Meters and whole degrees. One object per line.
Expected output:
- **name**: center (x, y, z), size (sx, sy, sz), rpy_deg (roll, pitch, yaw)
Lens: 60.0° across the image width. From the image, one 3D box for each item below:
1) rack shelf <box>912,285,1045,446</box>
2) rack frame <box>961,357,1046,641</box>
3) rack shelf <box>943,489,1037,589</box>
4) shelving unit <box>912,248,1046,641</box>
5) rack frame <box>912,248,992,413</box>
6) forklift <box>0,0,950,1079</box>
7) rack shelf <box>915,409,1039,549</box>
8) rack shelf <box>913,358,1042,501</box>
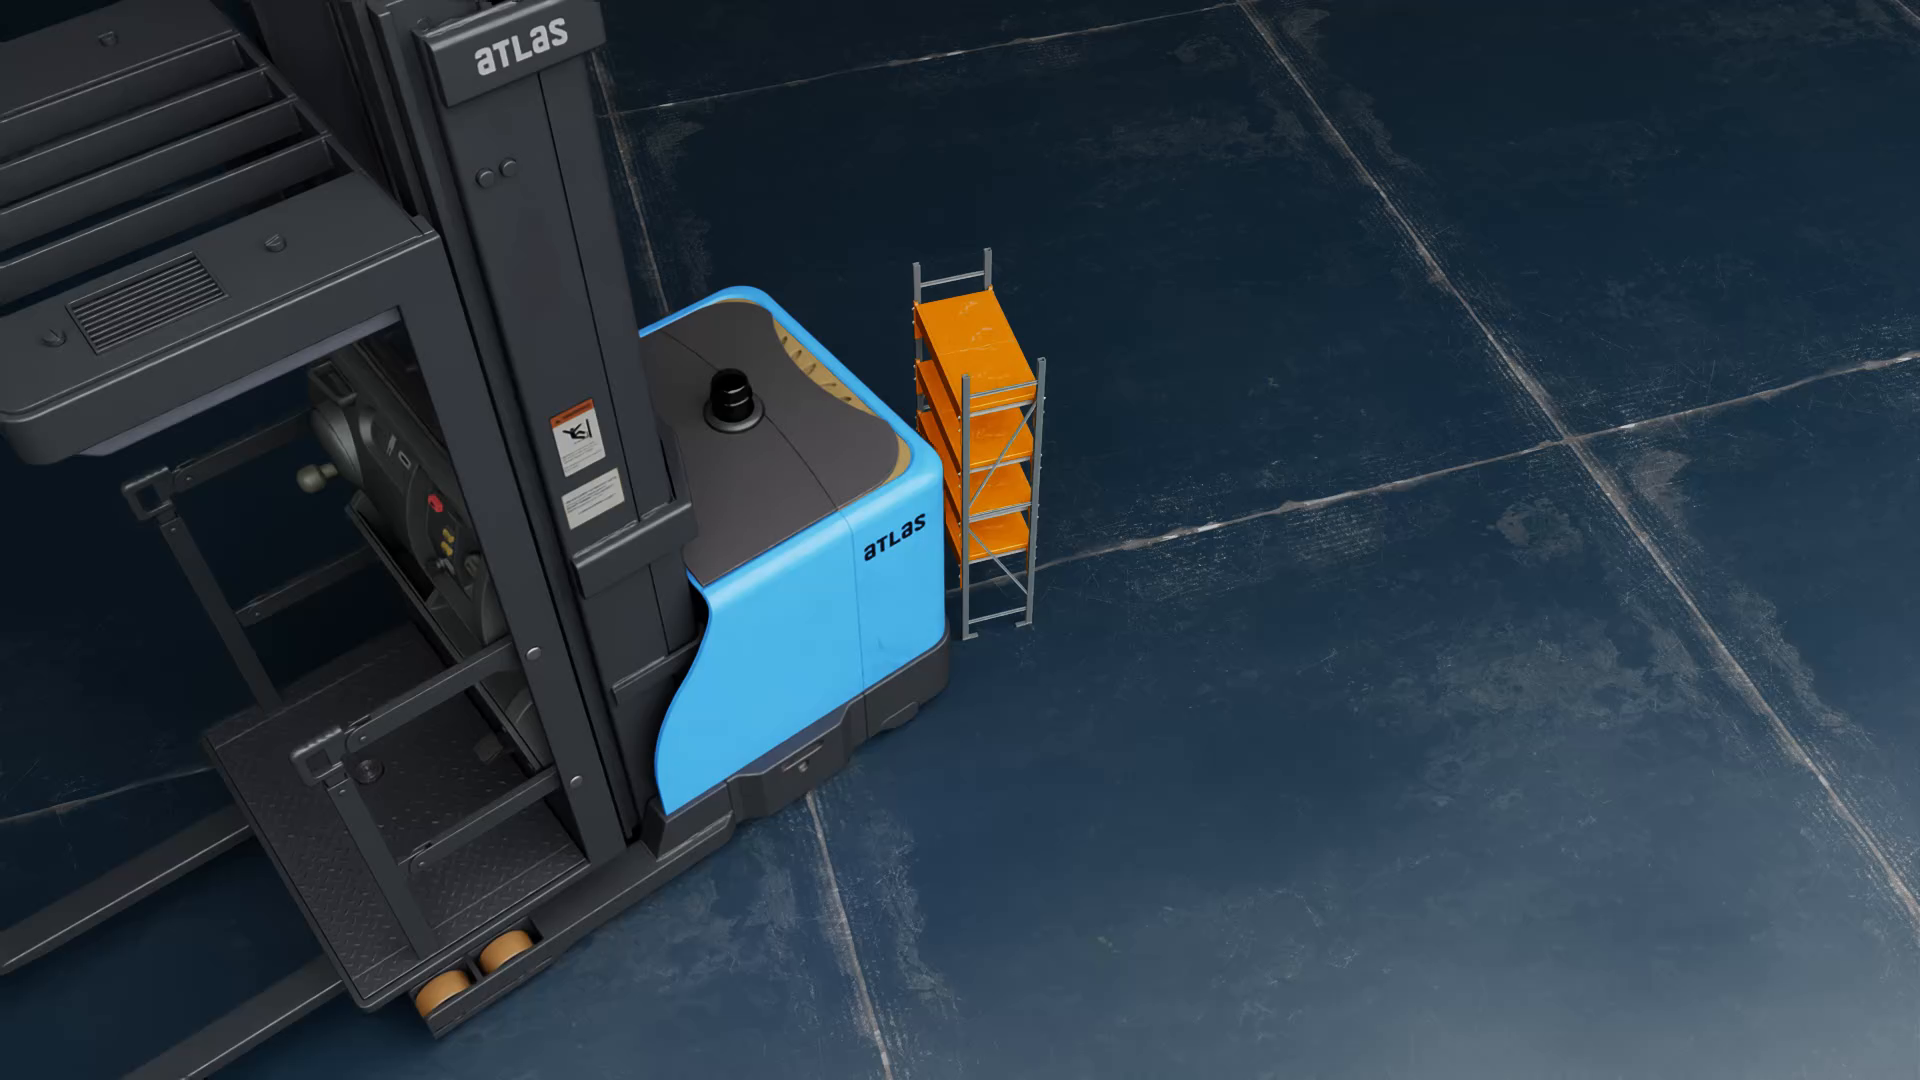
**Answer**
- **rack shelf**: center (0.049, -0.519, 4.889), size (0.258, 0.148, 0.480), rpy_deg (-13, 51, -11)
- **rack frame**: center (0.121, -0.088, 5.039), size (0.240, 1.200, 0.015), rpy_deg (-13, 51, -11)
- **rack shelf**: center (0.049, -0.094, 5.393), size (0.258, 0.148, 0.480), rpy_deg (-13, 51, -11)
- **shelving unit**: center (0.049, -0.266, 5.189), size (0.258, 1.200, 0.503), rpy_deg (-13, 51, -11)
- **rack frame**: center (-0.023, -0.444, 5.340), size (0.240, 1.200, 0.015), rpy_deg (-13, 51, -11)
- **forklift**: center (-1.500, -0.057, 3.881), size (3.031, 2.935, 1.130), rpy_deg (-31, 57, -24)
- **rack shelf**: center (0.049, -0.222, 5.241), size (0.258, 0.148, 0.480), rpy_deg (-13, 51, -11)
- **rack shelf**: center (0.049, -0.367, 5.070), size (0.258, 0.148, 0.480), rpy_deg (-13, 51, -11)
